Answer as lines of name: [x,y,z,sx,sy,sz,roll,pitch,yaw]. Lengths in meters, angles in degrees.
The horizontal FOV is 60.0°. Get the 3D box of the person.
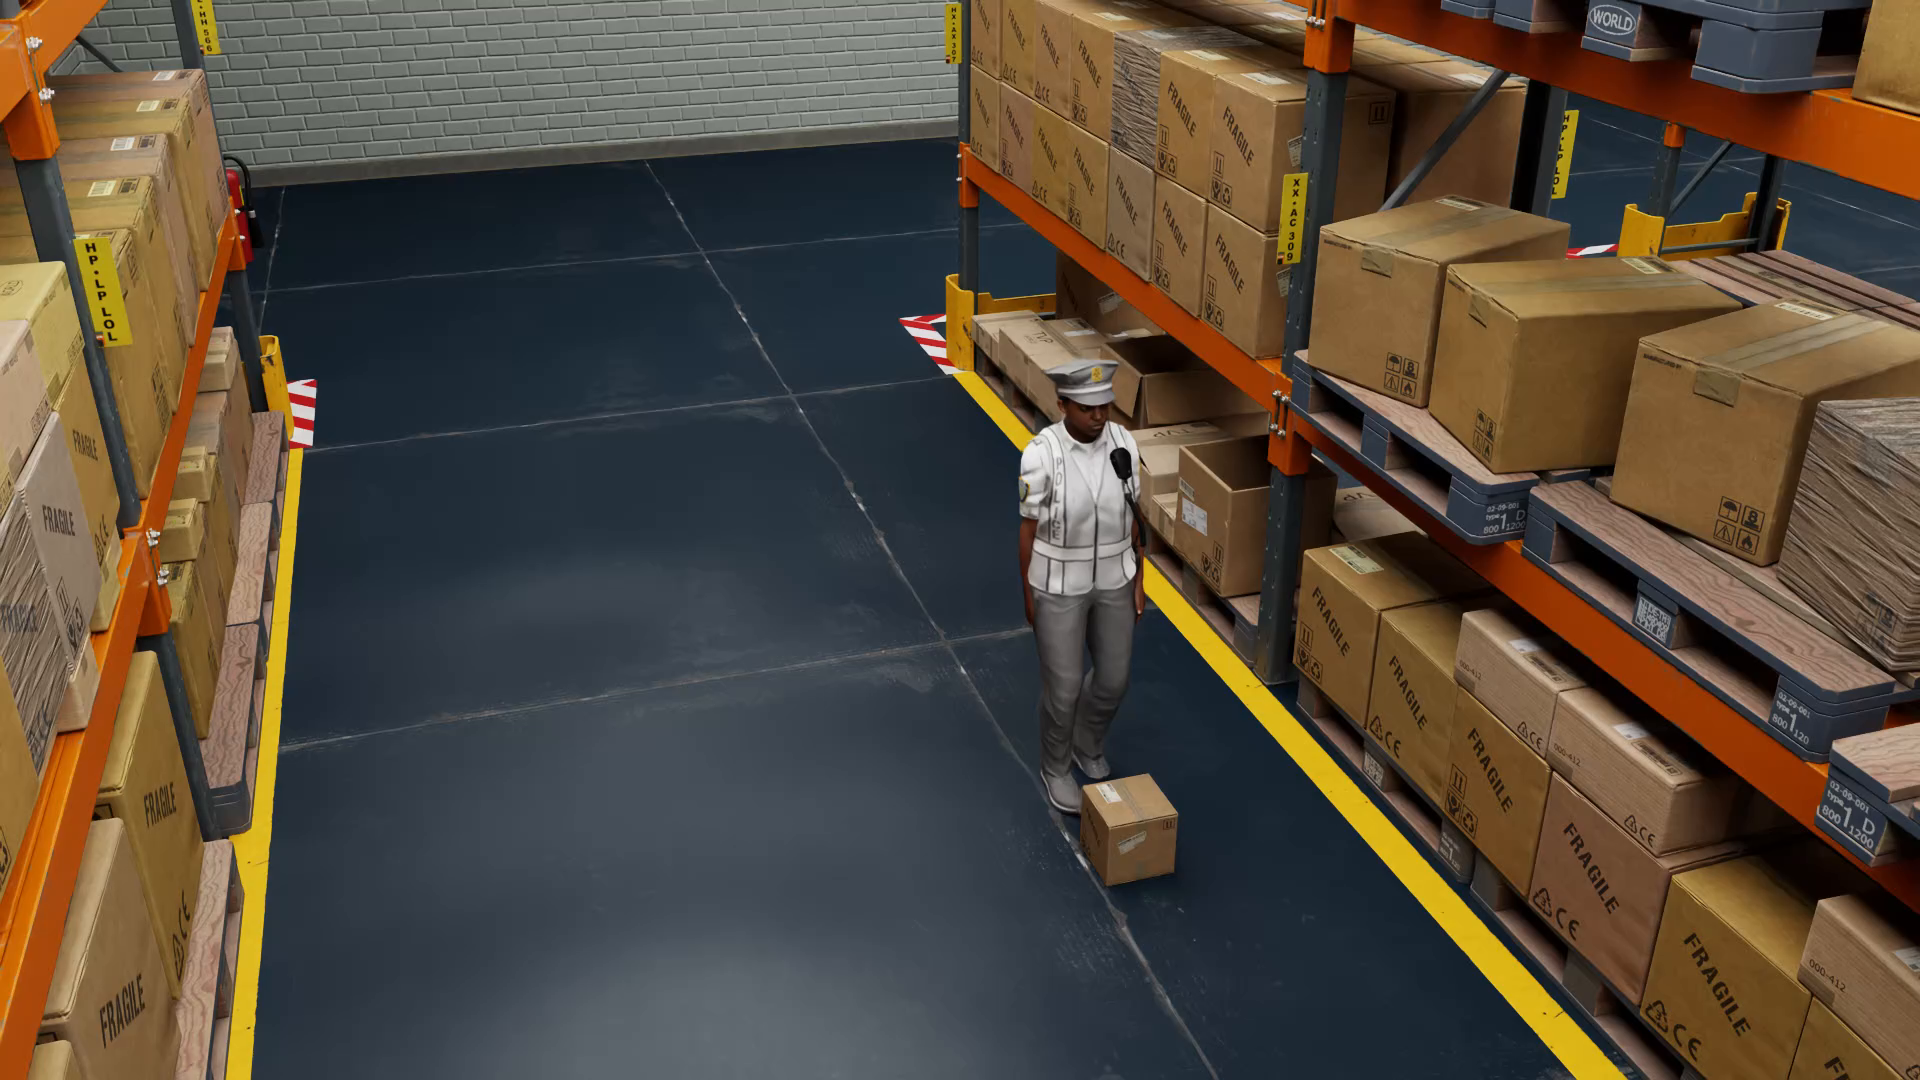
person: [0.436,0.185,5.810,0.456,1.736,0.393,-8,28,-16]
